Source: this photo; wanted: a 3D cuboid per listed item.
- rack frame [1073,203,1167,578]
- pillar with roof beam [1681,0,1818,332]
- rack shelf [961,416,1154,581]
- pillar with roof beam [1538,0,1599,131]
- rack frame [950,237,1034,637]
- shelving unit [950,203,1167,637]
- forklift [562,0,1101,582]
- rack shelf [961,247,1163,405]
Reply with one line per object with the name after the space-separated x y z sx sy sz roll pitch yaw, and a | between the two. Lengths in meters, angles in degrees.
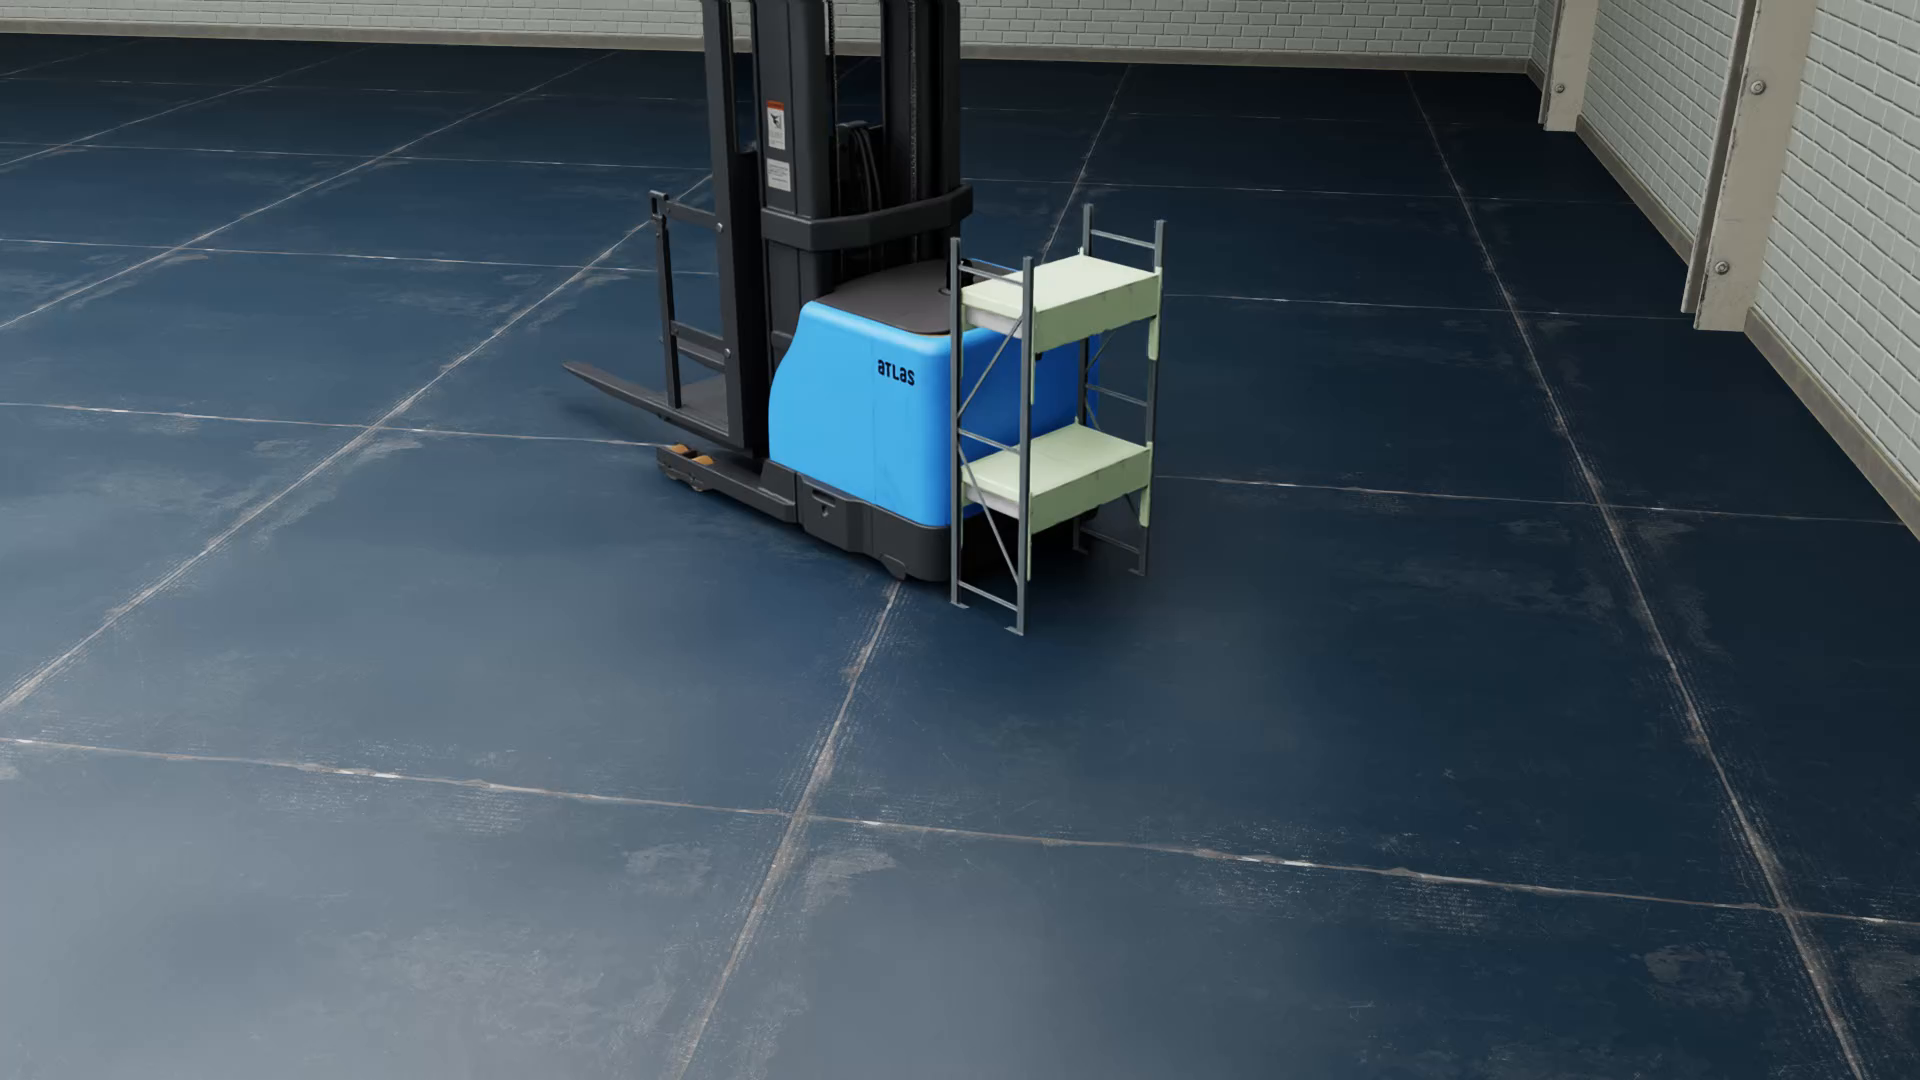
0.634 -0.584 6.728 0.023 1.500 0.400 -23 33 -39 | rack frame
0.333 -5.706 8.825 9.100 9.000 0.400 4 25 9 | pillar with roof beam
0.373 -0.179 6.633 0.720 0.370 0.431 -23 33 -39 | rack shelf
1.314 -8.215 14.186 9.100 9.000 0.400 4 25 9 | pillar with roof beam
0.112 -0.366 6.262 0.023 1.500 0.400 -23 33 -39 | rack frame
0.373 -0.475 6.495 0.755 1.500 0.431 -23 33 -39 | shelving unit
-0.784 -1.687 7.398 1.130 2.935 3.031 -23 33 -39 | forklift
0.373 -0.828 6.330 0.720 0.370 0.431 -23 33 -39 | rack shelf
